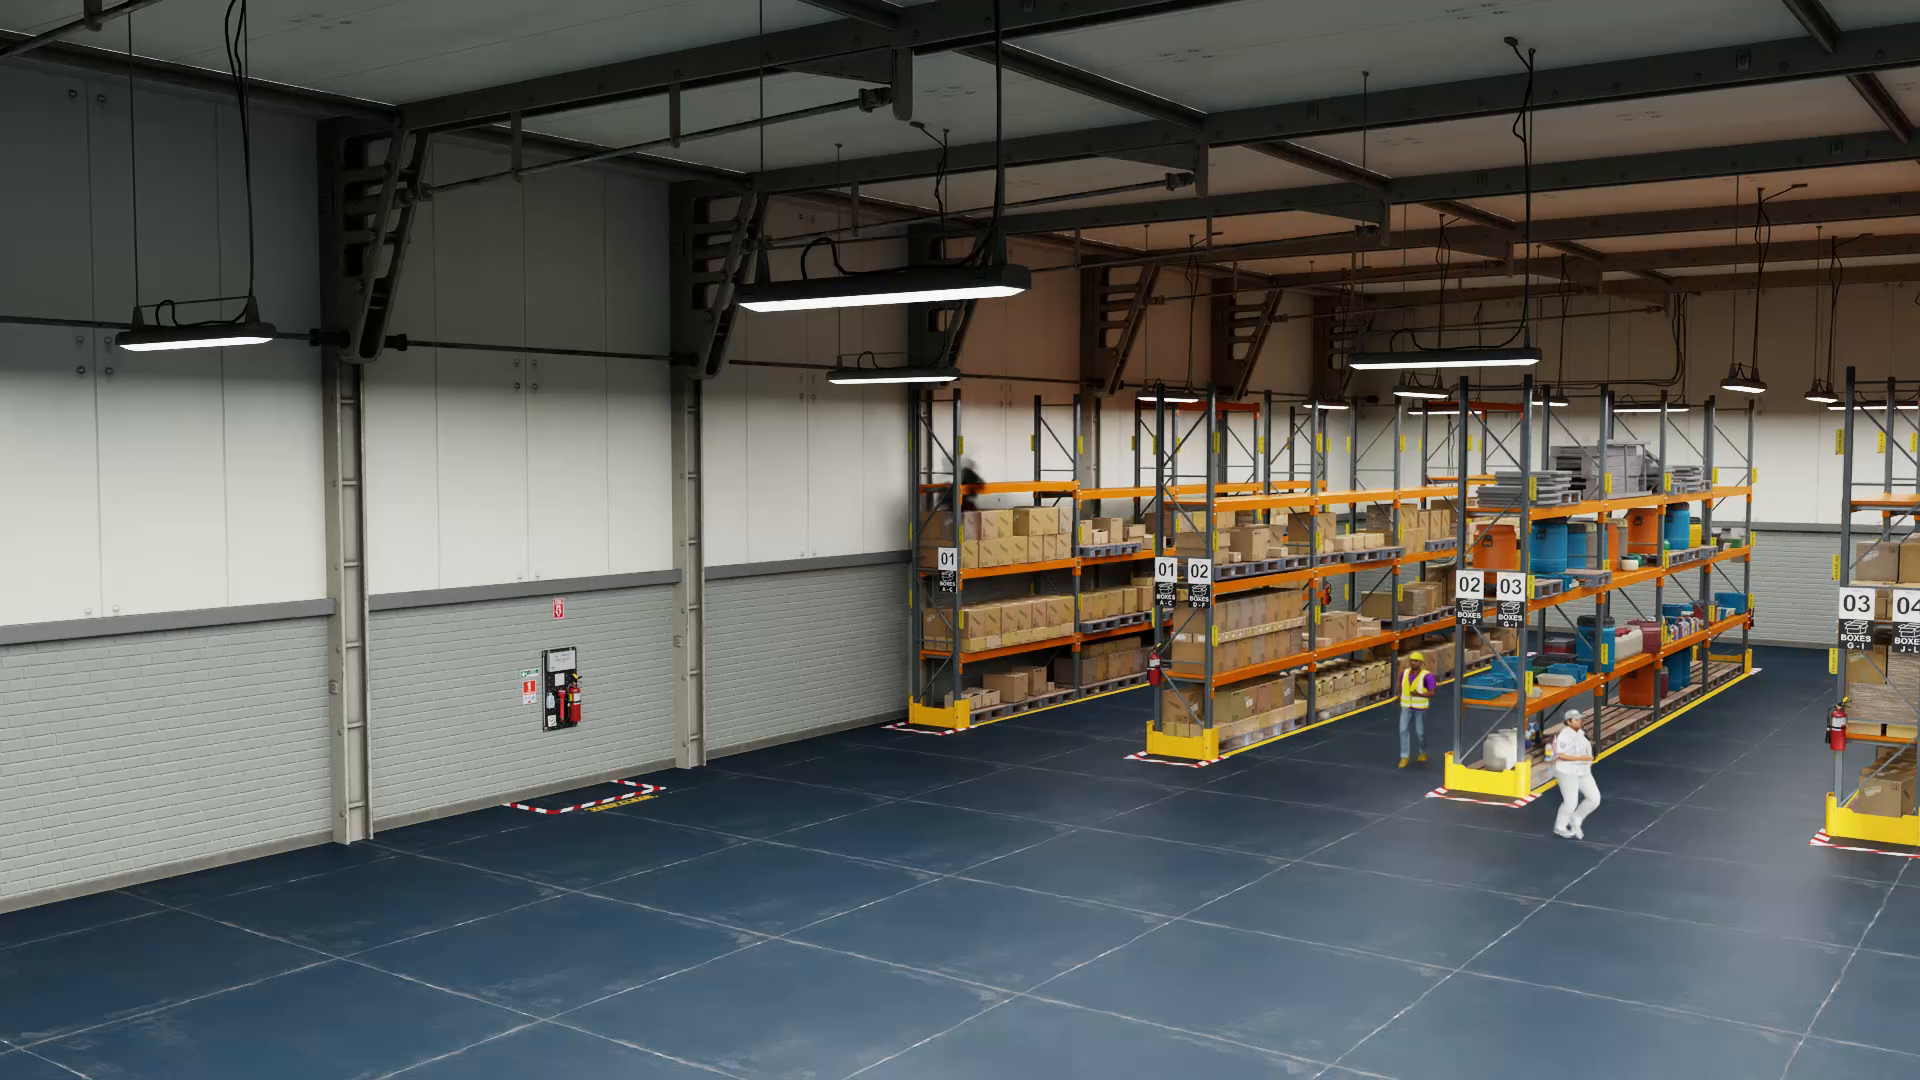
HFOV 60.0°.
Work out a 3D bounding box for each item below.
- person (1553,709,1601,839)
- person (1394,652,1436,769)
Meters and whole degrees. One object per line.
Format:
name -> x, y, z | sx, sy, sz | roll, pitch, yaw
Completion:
person -> 7.834, 2.981, 21.084 | 0.587, 1.660, 0.610 | -2, 4, -32
person -> 7.083, 2.649, 25.899 | 0.680, 1.824, 0.754 | 2, 4, 33
